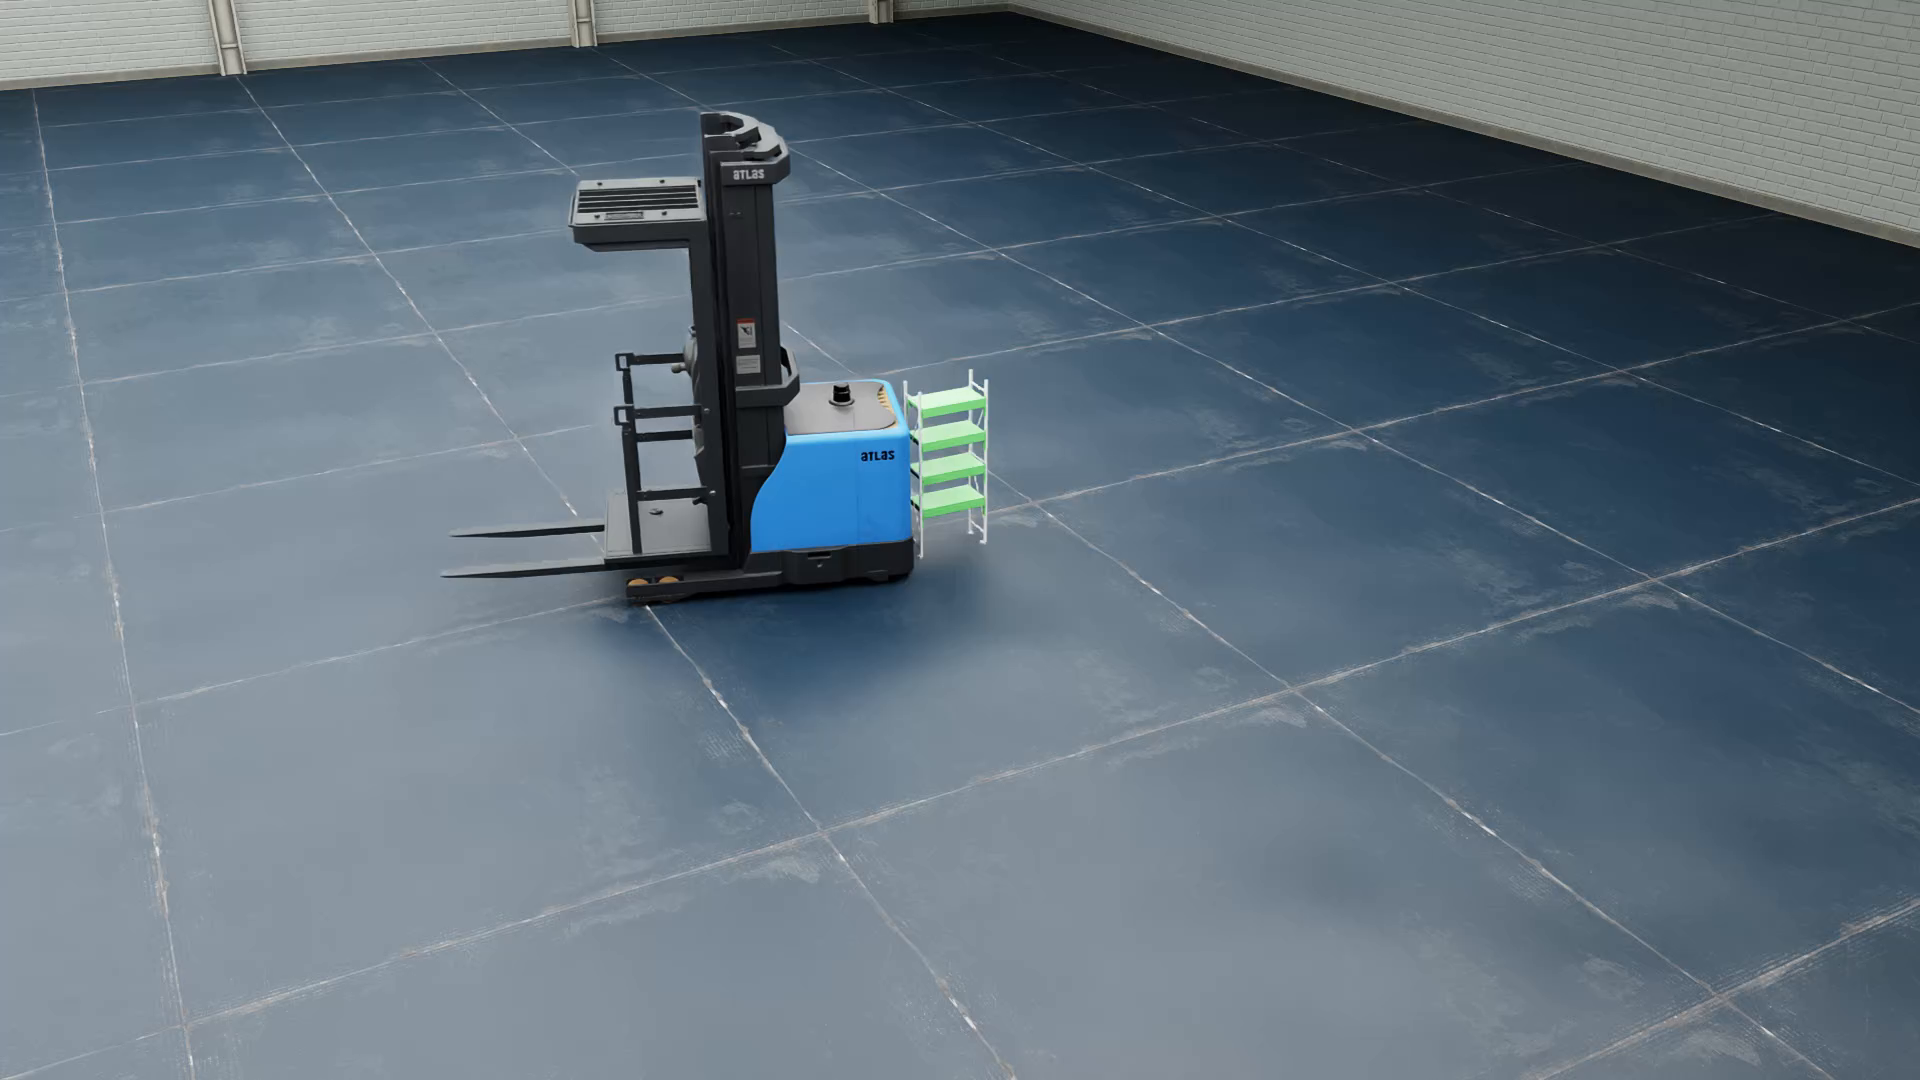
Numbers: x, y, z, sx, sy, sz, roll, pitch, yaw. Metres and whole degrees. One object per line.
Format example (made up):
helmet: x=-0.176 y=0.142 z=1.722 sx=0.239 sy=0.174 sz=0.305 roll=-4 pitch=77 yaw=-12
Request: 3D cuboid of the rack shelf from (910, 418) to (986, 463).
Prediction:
rack shelf: x=-0.093 y=-0.668 z=11.151 sx=0.480 sy=0.148 sz=0.258 roll=-13 pitch=28 yaw=-24

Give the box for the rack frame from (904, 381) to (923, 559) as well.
rack frame: x=-0.311 y=-0.461 z=11.127 sx=0.015 sy=1.200 sz=0.240 roll=-13 pitch=28 yaw=-24

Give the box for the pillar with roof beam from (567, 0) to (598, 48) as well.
pillar with roof beam: x=-4.827 y=-11.437 z=24.977 sx=0.400 sy=9.000 sz=9.100 roll=-13 pitch=29 yaw=-25

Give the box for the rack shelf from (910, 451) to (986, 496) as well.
rack shelf: x=-0.093 y=-0.452 z=11.255 sx=0.480 sy=0.148 sz=0.258 roll=-13 pitch=28 yaw=-24

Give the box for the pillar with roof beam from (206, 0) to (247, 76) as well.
pillar with roof beam: x=-10.121 y=-10.215 z=22.432 sx=0.400 sy=9.000 sz=9.100 roll=-13 pitch=29 yaw=-25

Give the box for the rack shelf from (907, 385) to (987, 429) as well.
rack shelf: x=-0.093 y=-0.885 z=11.047 sx=0.480 sy=0.148 sz=0.258 roll=-13 pitch=28 yaw=-24

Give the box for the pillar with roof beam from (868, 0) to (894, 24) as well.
pillar with roof beam: x=0.467 y=-12.659 z=27.522 sx=0.400 sy=9.000 sz=9.100 roll=-13 pitch=29 yaw=-25

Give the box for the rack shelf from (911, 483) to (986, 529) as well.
rack shelf: x=-0.093 y=-0.235 z=11.358 sx=0.480 sy=0.148 sz=0.258 roll=-13 pitch=28 yaw=-24

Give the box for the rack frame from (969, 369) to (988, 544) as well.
rack frame: x=0.124 y=-0.558 z=11.327 sx=0.015 sy=1.200 sz=0.240 roll=-13 pitch=28 yaw=-24

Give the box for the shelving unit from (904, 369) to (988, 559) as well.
shelving unit: x=-0.093 y=-0.509 z=11.227 sx=0.503 sy=1.200 sz=0.258 roll=-13 pitch=28 yaw=-24

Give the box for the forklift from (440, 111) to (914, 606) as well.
forklift: x=-1.872 y=-1.148 z=10.557 sx=3.031 sy=2.935 sz=1.130 roll=-4 pitch=26 yaw=-9
